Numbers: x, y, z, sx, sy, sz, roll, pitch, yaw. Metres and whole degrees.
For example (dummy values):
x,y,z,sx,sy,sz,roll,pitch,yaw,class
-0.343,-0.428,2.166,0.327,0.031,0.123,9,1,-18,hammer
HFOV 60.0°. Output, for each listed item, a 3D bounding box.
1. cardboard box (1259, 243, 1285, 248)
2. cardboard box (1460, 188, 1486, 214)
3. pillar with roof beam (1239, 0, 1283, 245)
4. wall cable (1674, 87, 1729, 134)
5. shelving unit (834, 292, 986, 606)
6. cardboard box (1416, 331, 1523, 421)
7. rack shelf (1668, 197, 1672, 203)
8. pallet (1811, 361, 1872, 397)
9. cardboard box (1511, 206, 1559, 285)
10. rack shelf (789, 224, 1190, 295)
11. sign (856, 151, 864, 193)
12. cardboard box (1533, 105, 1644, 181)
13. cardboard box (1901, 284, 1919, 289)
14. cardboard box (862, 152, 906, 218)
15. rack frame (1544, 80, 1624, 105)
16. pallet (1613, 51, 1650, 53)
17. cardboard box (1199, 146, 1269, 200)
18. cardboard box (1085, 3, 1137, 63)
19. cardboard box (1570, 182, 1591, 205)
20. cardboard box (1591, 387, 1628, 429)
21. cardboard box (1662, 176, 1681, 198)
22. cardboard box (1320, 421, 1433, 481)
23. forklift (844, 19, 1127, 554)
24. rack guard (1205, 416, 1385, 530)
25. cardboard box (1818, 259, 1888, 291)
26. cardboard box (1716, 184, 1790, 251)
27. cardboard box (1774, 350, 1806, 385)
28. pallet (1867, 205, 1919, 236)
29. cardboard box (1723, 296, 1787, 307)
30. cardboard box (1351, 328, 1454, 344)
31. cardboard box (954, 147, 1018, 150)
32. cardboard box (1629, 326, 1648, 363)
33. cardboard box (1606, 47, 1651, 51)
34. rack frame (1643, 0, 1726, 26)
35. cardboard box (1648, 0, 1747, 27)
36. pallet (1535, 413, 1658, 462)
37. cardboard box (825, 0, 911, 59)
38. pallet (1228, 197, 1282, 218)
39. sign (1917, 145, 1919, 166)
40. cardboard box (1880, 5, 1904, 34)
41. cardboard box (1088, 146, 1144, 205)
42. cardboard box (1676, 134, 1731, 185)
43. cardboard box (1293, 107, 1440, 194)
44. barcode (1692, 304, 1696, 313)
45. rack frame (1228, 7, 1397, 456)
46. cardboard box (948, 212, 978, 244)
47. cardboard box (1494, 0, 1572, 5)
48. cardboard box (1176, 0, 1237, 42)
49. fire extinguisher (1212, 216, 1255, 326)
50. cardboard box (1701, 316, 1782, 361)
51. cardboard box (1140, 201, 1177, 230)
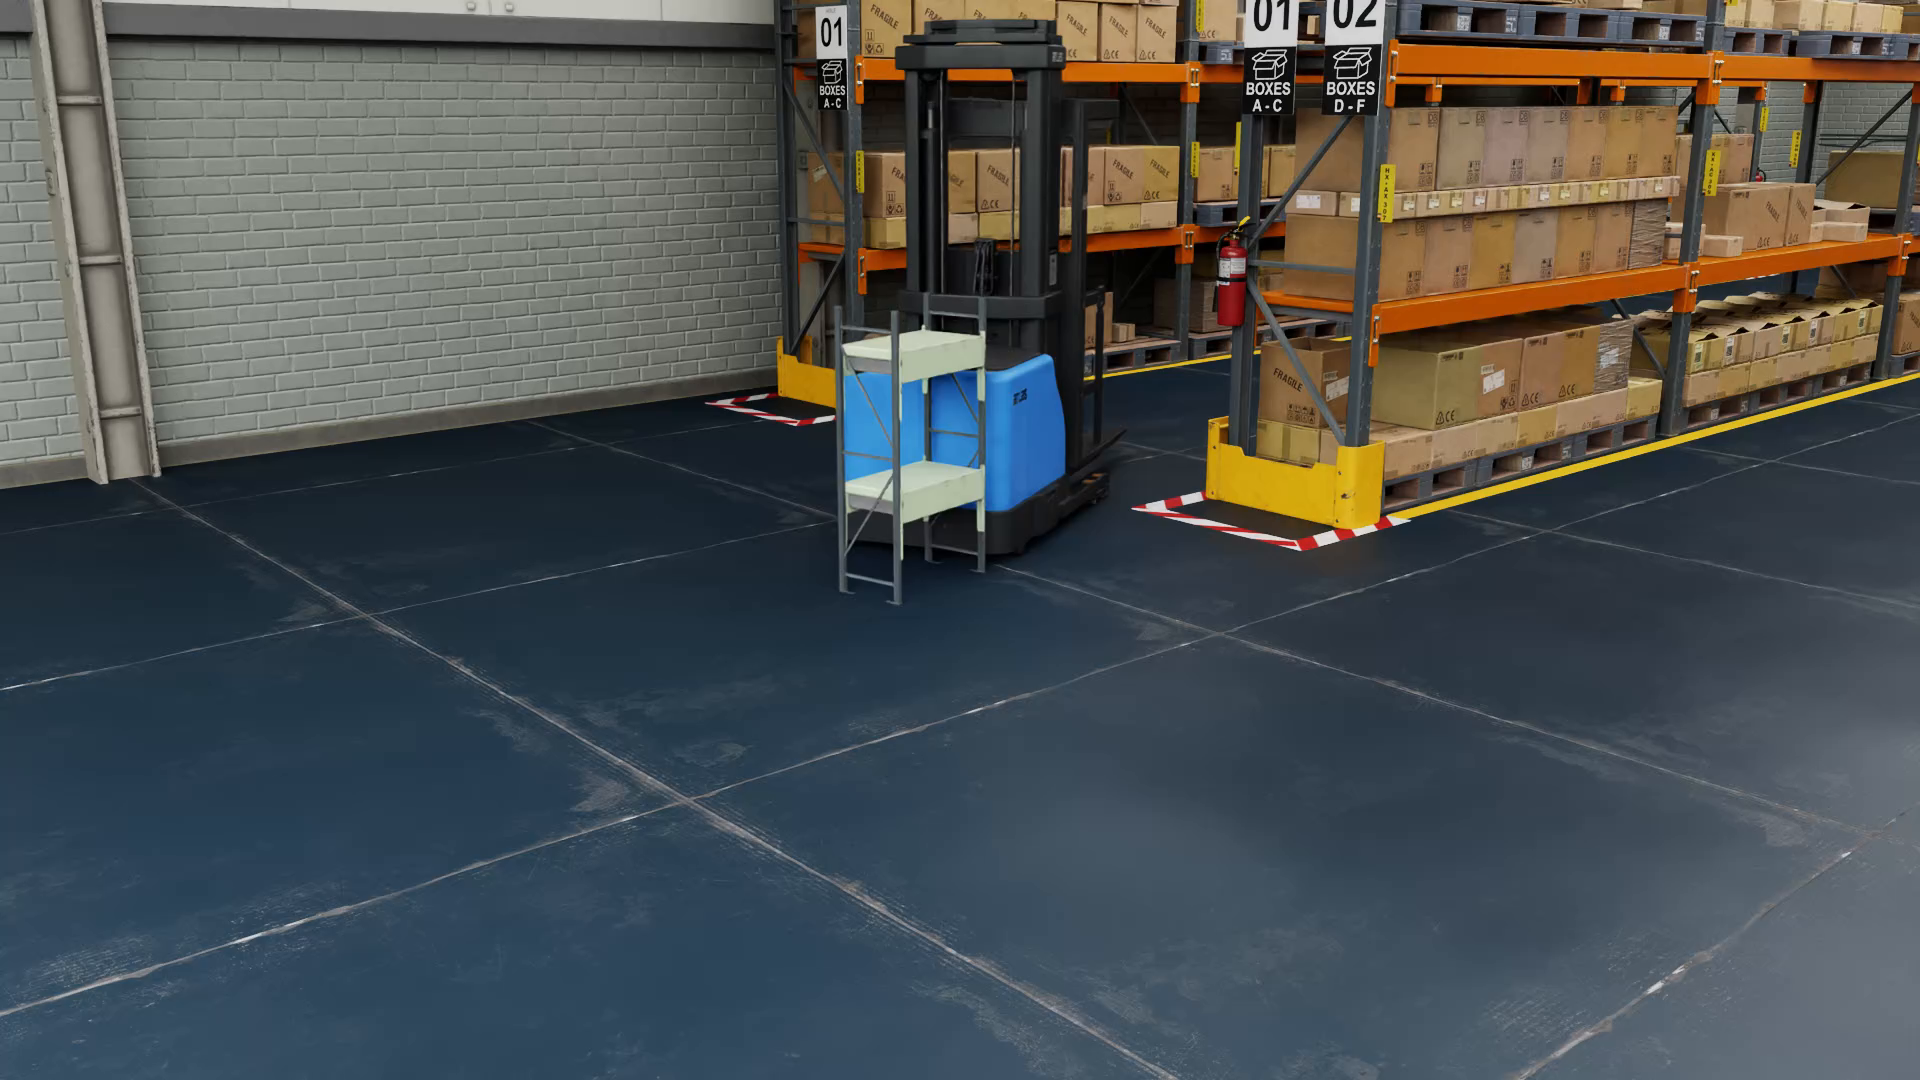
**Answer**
x,y,z,sx,sy,sz,roll,pitch,yaw,class
3.516,-3.034,17.833,0.500,0.250,0.500,-13,20,-40,cardboard box
3.116,-2.168,10.603,0.250,0.149,0.380,-13,20,-40,cardboard box
6.158,-5.980,14.698,0.400,9.000,9.100,-13,19,-39,pillar with roof beam
11.261,-6.218,25.248,1.851,1.984,0.084,-13,19,-39,wall cable
-0.247,-0.496,8.702,0.431,1.500,0.755,11,18,35,shelving unit
3.396,-1.109,11.149,0.500,0.500,0.500,-13,19,-39,cardboard box
9.407,-4.640,22.702,4.000,0.370,1.077,-13,19,-39,rack shelf
7.489,-1.528,15.062,1.213,0.211,1.003,-13,19,-39,pallet
3.627,-2.040,11.380,0.500,0.500,0.700,-12,19,-38,cardboard box
0.355,-2.607,15.092,4.000,0.370,1.077,-13,19,-39,rack shelf
-0.798,-2.928,13.223,0.005,0.325,0.100,-13,19,-39,sign
4.407,-2.843,11.871,0.500,0.500,0.700,-13,20,-39,cardboard box
9.439,-2.207,16.193,0.500,0.500,0.500,-13,20,-40,cardboard box
-0.597,-2.938,13.734,0.500,0.500,0.500,-13,19,-39,cardboard box
7.898,-4.649,21.341,0.127,3.000,1.000,-13,19,-39,rack frame
8.522,-6.192,21.476,1.213,0.211,1.003,-13,19,-39,pallet
2.696,-3.727,16.845,0.500,0.500,0.700,-10,18,-34,cardboard box
1.255,-4.584,15.053,0.500,0.500,0.500,14,20,42,cardboard box
4.095,-2.389,11.430,0.250,0.149,0.380,-12,19,-38,cardboard box
4.528,-1.000,12.197,0.500,0.250,0.500,-13,19,-39,cardboard box
5.053,-2.604,12.234,0.250,0.149,0.380,-13,20,-39,cardboard box
2.651,-0.574,10.601,0.500,0.250,0.500,-13,19,-39,cardboard box
0.325,-1.672,10.330,1.130,2.935,3.031,6,16,21,forklift
2.082,-0.440,10.430,0.348,0.500,1.175,-13,19,-39,rack guard
8.727,-2.589,16.168,0.500,0.250,0.500,-12,19,-37,cardboard box
6.483,-2.679,13.773,0.500,0.500,0.500,-13,19,-39,cardboard box
6.745,-1.485,14.011,0.500,0.250,0.500,-12,19,-38,cardboard box
8.601,-3.043,15.702,1.003,0.211,1.213,-13,19,-39,pallet
7.157,-2.031,14.967,0.500,0.311,0.500,-13,20,-41,cardboard box
3.054,-1.210,11.528,0.500,0.500,0.500,-13,19,-39,cardboard box
0.215,-3.294,15.067,0.500,0.500,0.500,-12,19,-39,cardboard box
5.235,-1.599,13.353,0.500,0.311,0.500,-13,19,-39,cardboard box
8.593,-6.342,21.152,0.500,0.250,0.500,-13,20,-40,cardboard box
5.118,-5.228,11.885,0.127,3.000,1.000,-13,19,-39,rack frame
5.589,-4.012,12.621,0.500,0.250,0.500,-10,18,-34,cardboard box
4.491,-0.856,12.545,1.213,0.211,1.003,-13,19,-39,pallet
-0.738,-4.131,13.358,0.500,0.500,0.500,-12,19,-38,cardboard box
3.414,-3.535,17.544,1.213,0.211,1.003,-13,19,-39,pallet
8.502,-3.459,14.644,0.005,0.325,0.100,-13,19,-39,sign
7.830,-4.499,14.445,0.500,0.250,0.500,14,21,43,cardboard box
1.337,-3.367,15.341,0.500,0.500,0.500,-13,20,-40,cardboard box
9.996,-5.257,23.039,0.700,0.700,0.980,-13,20,-40,cardboard box
2.501,-2.413,10.262,0.500,0.500,0.700,-13,19,-39,cardboard box
5.584,-1.761,12.660,0.075,0.075,0.001,-13,19,-39,barcode
2.100,-1.652,10.122,0.127,3.000,1.000,-13,19,-39,rack frame
-0.195,-2.665,14.165,0.500,0.250,0.500,-13,20,-41,cardboard box
3.533,-3.648,10.504,0.500,0.500,0.500,-13,19,-39,cardboard box
2.328,-5.071,16.101,0.500,0.500,0.500,-9,18,-32,cardboard box
1.706,-1.685,10.396,0.183,0.674,0.296,-13,19,-39,fire extinguisher
6.364,-1.668,13.611,0.500,0.311,0.500,-14,20,-41,cardboard box
1.705,-3.091,15.763,0.500,0.250,0.500,-13,19,-39,cardboard box
